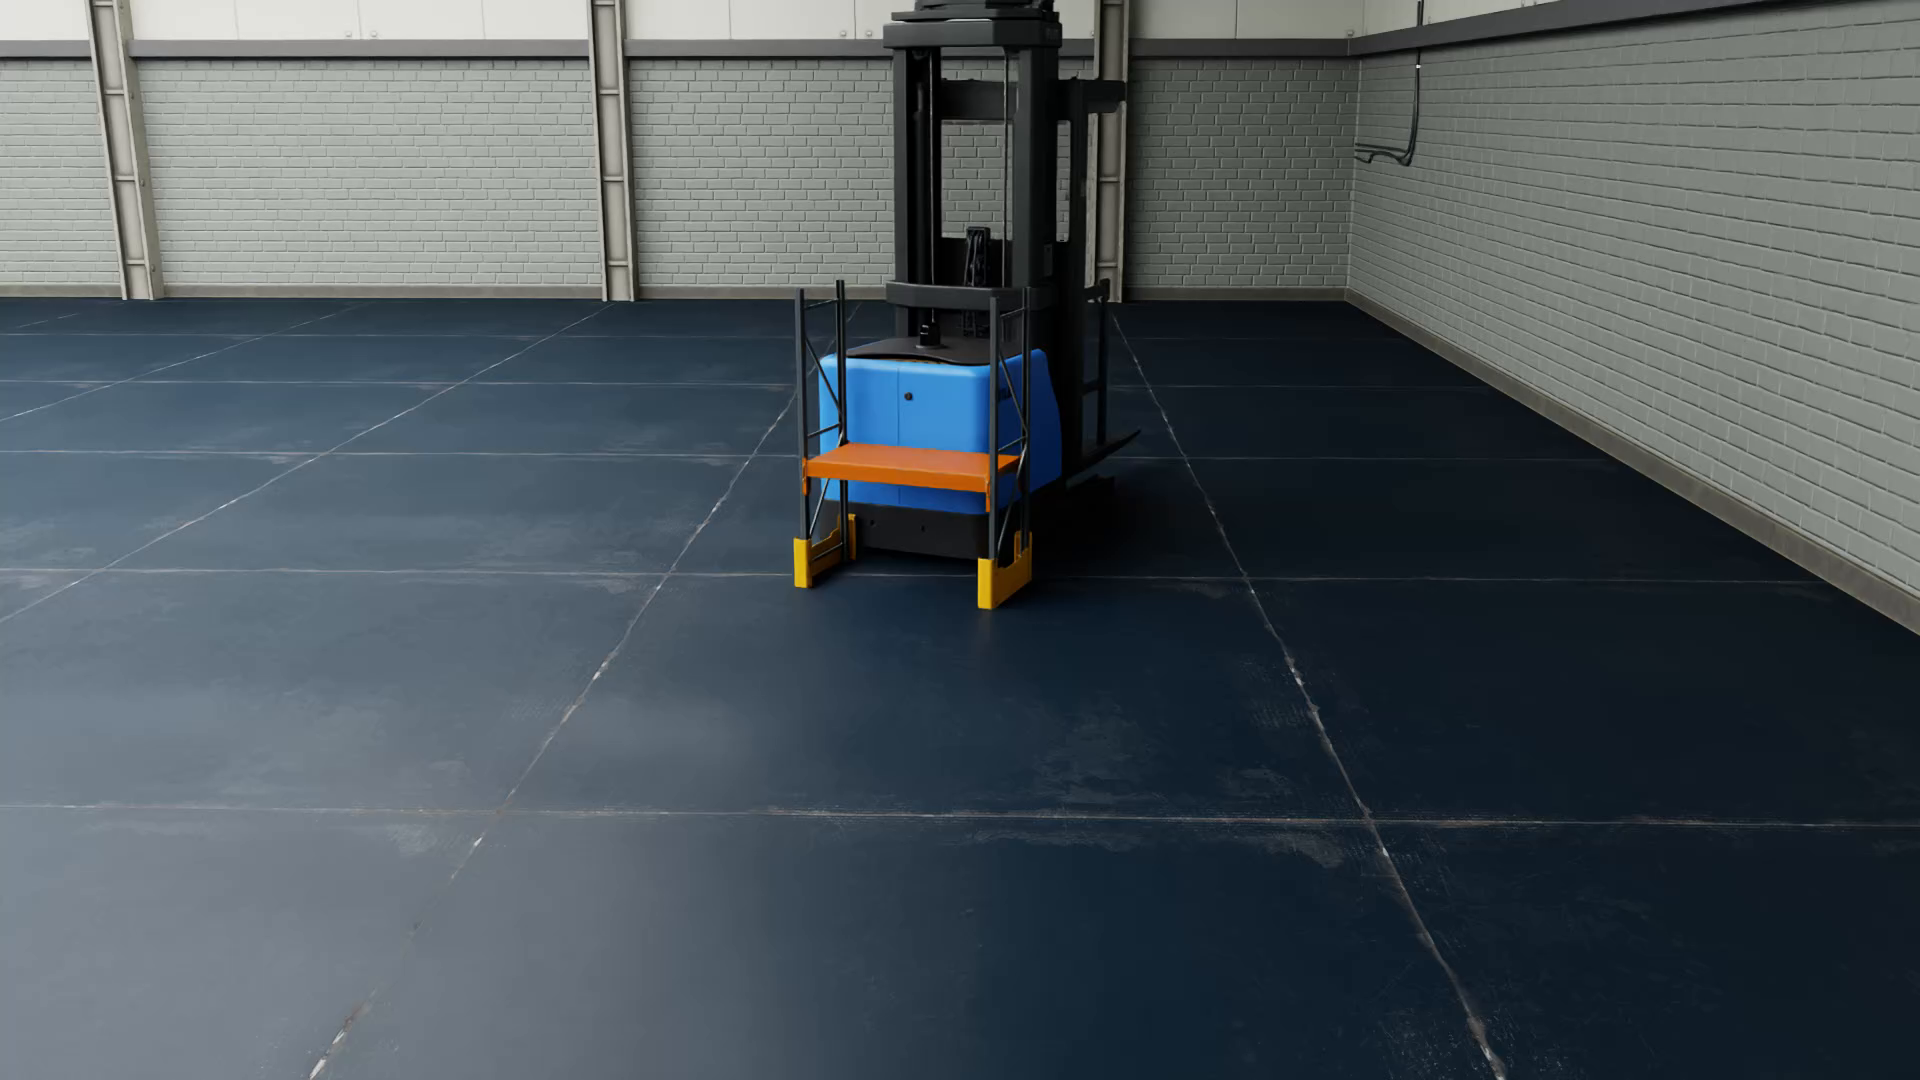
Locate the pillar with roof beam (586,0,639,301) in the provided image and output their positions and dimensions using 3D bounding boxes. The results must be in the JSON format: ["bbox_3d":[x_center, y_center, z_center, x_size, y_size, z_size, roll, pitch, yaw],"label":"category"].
[{"bbox_3d":[-4.317,-6.237,15.341,0.400,9.000,9.100,0,15,1],"label":"pillar with roof beam"}]

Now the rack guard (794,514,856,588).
[{"bbox_3d":[-0.697,0.051,8.655,0.087,0.250,0.587,6,16,21],"label":"rack guard"}]

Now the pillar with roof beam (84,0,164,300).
[{"bbox_3d":[-10.315,-6.276,15.490,0.400,9.000,9.100,0,15,1],"label":"pillar with roof beam"}]

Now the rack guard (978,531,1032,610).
[{"bbox_3d":[0.228,0.146,8.297,0.087,0.250,0.587,6,16,21],"label":"rack guard"}]

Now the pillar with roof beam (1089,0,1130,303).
[{"bbox_3d":[1.681,-6.198,15.193,0.400,9.000,9.100,0,15,1],"label":"pillar with roof beam"}]

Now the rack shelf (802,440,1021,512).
[{"bbox_3d":[-0.226,-0.331,8.359,1.000,0.185,0.538,6,16,21],"label":"rack shelf"}]

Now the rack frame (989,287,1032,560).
[{"bbox_3d":[0.246,-0.457,8.131,0.032,1.500,0.500,6,16,21],"label":"rack frame"}]

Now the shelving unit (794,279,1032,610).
[{"bbox_3d":[-0.234,-0.506,8.317,1.083,1.500,0.587,6,16,21],"label":"shelving unit"}]

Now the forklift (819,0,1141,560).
[{"bbox_3d":[0.301,-1.640,9.812,1.130,2.935,3.031,7,16,24],"label":"forklift"}]

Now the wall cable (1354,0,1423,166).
[{"bbox_3d":[4.702,-5.438,18.400,0.112,2.526,3.097,0,15,1],"label":"wall cable"}]

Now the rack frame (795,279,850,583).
[{"bbox_3d":[-0.698,-0.553,8.496,0.032,1.500,0.500,6,16,21],"label":"rack frame"}]
